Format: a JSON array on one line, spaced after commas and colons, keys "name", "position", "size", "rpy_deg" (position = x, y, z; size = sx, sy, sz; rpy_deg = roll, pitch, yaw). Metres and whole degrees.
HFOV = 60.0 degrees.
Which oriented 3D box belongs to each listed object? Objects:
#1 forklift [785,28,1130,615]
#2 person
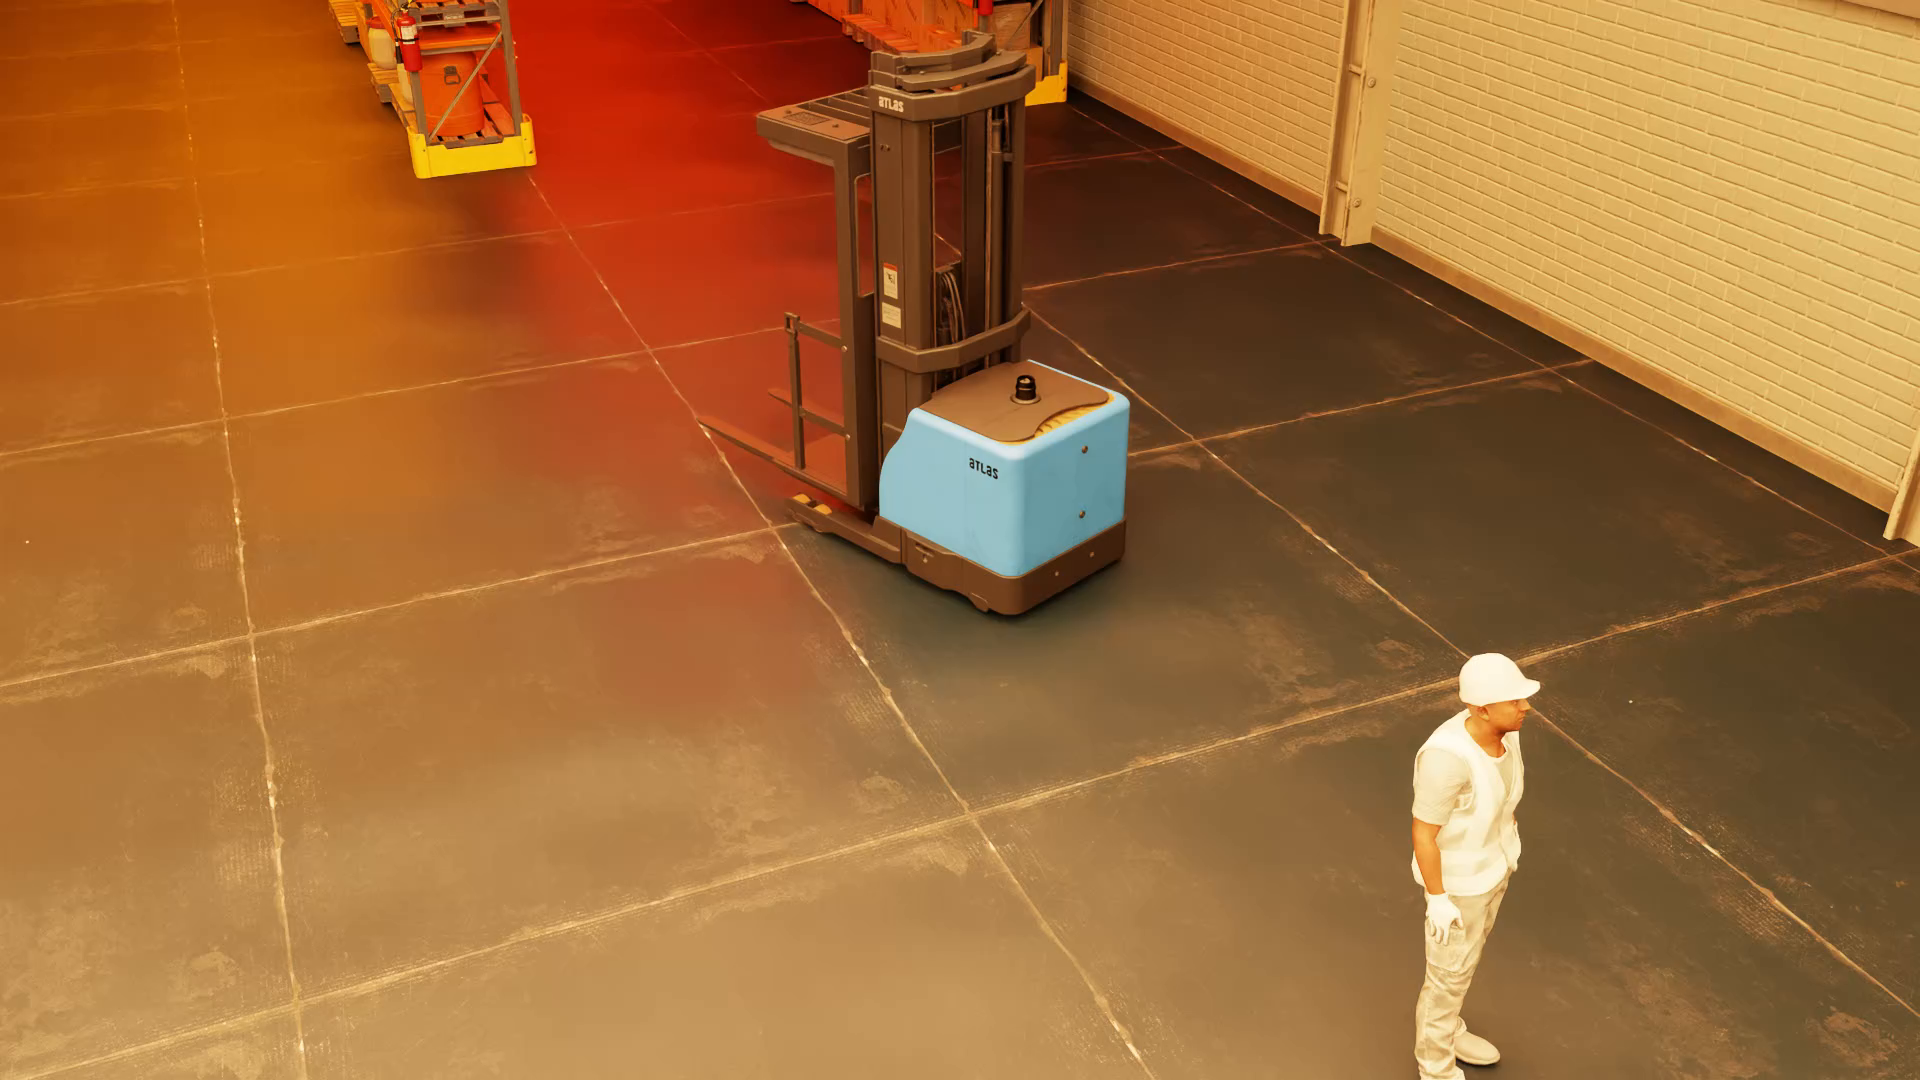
[{"name": "forklift", "position": [-0.436, -1.483, 9.714], "size": [3.031, 2.935, 1.130], "rpy_deg": [26, 39, 37]}, {"name": "person", "position": [1.925, 1.255, 6.105], "size": [0.577, 1.745, 0.657], "rpy_deg": [23, 37, 34]}]
